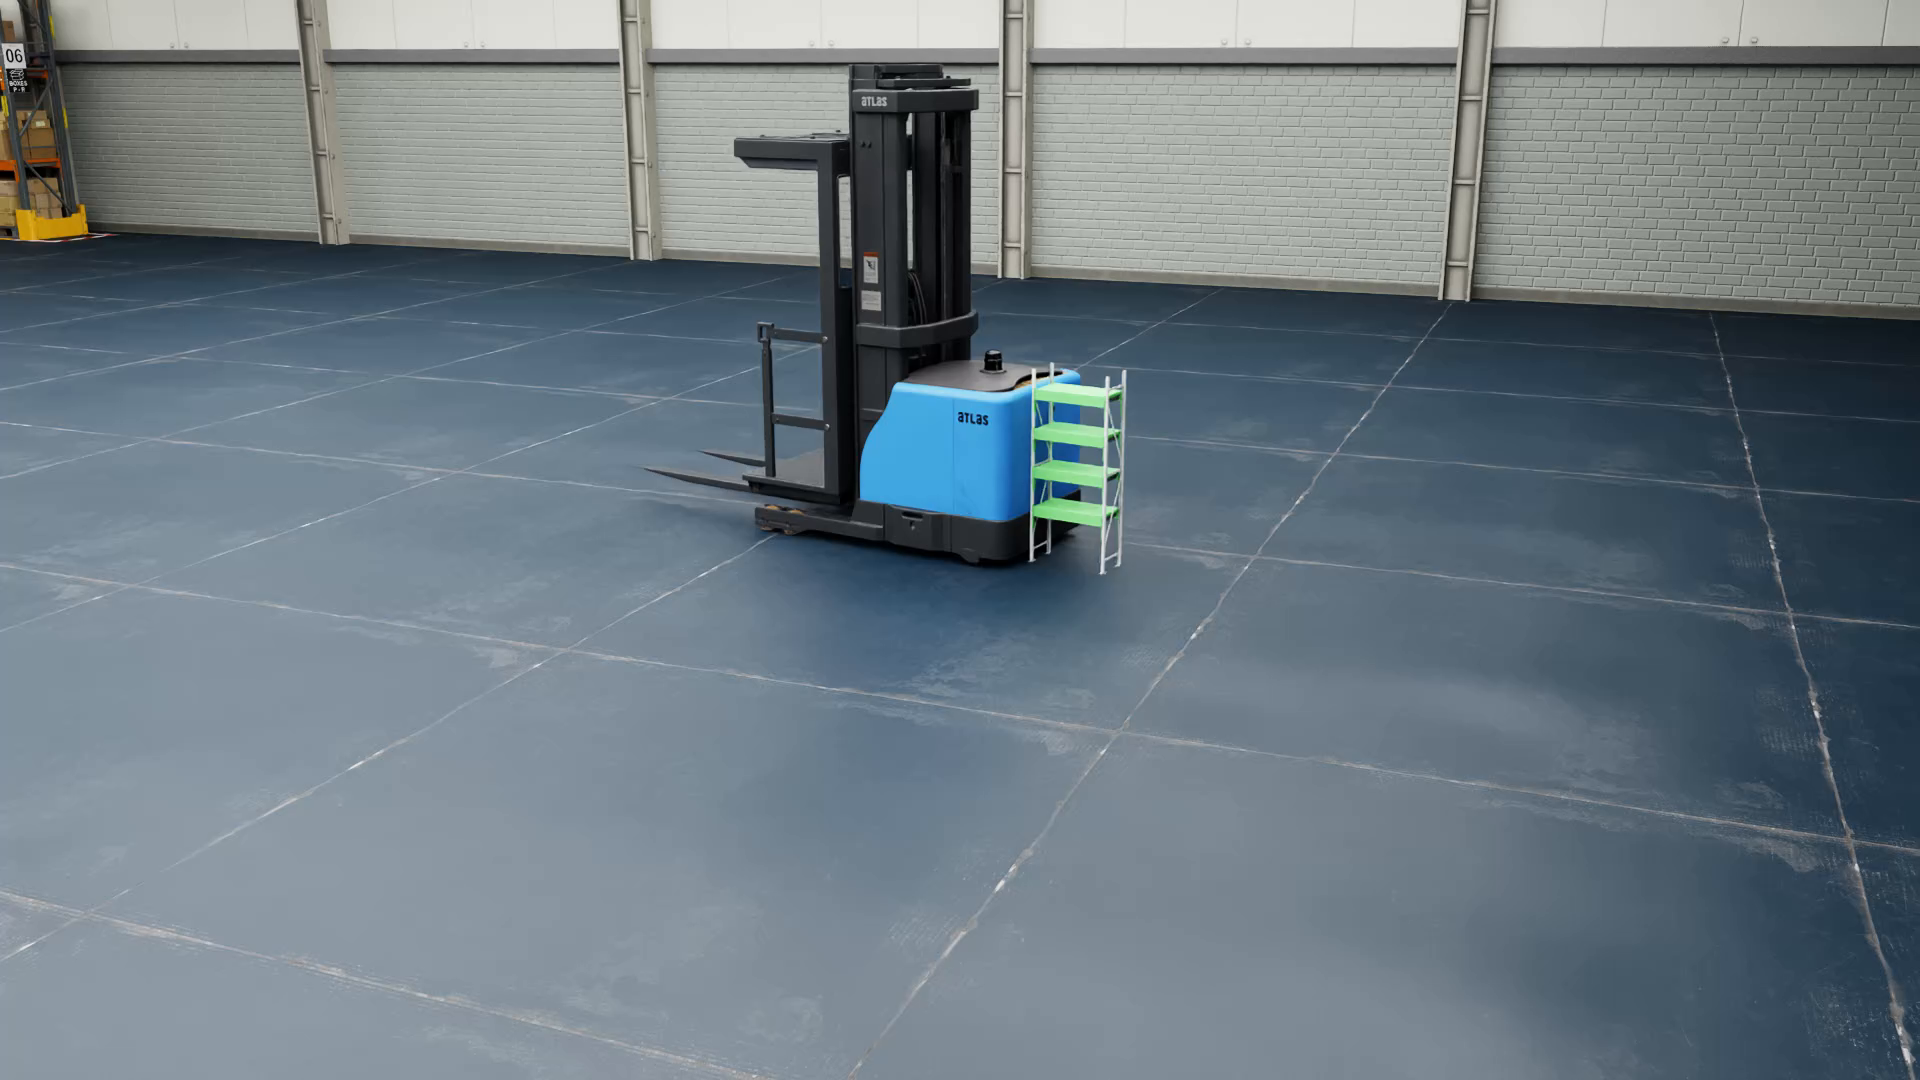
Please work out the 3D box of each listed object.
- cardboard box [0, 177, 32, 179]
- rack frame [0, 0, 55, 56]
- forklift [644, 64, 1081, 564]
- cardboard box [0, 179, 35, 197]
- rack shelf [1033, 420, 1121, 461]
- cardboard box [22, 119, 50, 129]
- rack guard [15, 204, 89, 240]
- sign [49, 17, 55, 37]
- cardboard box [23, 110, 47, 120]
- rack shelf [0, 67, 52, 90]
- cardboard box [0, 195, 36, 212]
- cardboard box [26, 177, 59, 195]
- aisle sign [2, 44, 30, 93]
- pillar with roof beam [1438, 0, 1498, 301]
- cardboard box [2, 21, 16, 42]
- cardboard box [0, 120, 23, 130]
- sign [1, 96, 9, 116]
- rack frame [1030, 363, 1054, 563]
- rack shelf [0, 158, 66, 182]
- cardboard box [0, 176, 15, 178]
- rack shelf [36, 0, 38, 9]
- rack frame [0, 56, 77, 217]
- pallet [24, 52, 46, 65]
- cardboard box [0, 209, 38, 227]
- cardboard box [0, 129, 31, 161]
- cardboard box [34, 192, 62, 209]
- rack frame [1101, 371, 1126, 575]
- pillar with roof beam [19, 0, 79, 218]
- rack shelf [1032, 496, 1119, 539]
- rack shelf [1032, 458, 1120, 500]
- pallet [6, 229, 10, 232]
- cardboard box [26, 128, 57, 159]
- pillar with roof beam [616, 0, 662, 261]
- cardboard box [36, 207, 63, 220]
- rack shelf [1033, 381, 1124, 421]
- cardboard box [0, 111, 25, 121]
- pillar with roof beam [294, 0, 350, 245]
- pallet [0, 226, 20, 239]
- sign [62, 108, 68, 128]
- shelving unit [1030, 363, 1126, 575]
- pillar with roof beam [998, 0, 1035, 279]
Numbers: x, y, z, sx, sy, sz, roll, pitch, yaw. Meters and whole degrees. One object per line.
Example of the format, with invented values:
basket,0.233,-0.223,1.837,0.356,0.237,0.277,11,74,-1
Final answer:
cardboard box,-16.503,-6.192,29.009,0.500,0.250,0.500,6,17,21
rack frame,-15.660,-9.564,27.476,0.127,3.000,1.000,6,17,21
forklift,-0.744,-1.552,10.763,3.031,2.935,1.130,10,19,30
cardboard box,-16.202,-6.010,28.381,0.500,0.250,0.500,7,18,22
rack shelf,0.705,-0.599,9.955,0.480,0.148,0.258,10,19,30
cardboard box,-15.880,-7.144,28.559,0.250,0.149,0.380,6,17,19
rack guard,-15.637,-5.480,28.652,0.348,0.500,1.175,6,17,21
sign,-15.450,-8.724,28.255,0.005,0.325,0.100,6,17,21
cardboard box,-15.894,-7.275,28.475,0.250,0.149,0.380,6,17,20
rack shelf,-17.520,-7.982,28.699,4.000,0.370,1.077,6,17,21
cardboard box,-16.227,-5.773,28.459,0.500,0.250,0.500,6,17,20
cardboard box,-16.037,-6.142,28.836,0.500,0.250,0.500,6,17,20
aisle sign,-15.706,-7.848,27.664,0.004,0.787,0.394,6,17,21
pillar with roof beam,4.770,-6.297,16.223,0.400,9.000,9.100,6,17,21
cardboard box,-16.161,-8.403,27.746,0.500,0.500,0.500,7,18,22
cardboard box,-16.085,-7.005,28.080,0.250,0.149,0.380,7,17,21
sign,-15.872,-7.213,27.638,0.005,0.325,0.100,6,17,21
rack frame,0.497,-0.466,10.127,0.015,1.200,0.240,10,19,30
rack shelf,-17.520,-6.542,29.117,4.000,0.370,1.077,6,17,21
cardboard box,-16.965,-6.246,29.195,0.500,0.250,0.500,6,17,20
rack shelf,-17.520,-9.231,28.336,4.000,0.370,1.077,6,17,21
rack frame,-15.660,-6.683,28.312,0.127,3.000,1.000,6,17,21
pallet,-16.308,-8.160,28.178,1.213,0.211,1.003,6,17,21
cardboard box,-16.213,-5.530,28.520,0.500,0.250,0.500,6,17,21
cardboard box,-16.214,-6.713,28.237,0.500,0.500,0.500,6,17,19
cardboard box,-16.021,-5.906,28.918,0.500,0.250,0.500,7,17,22
rack frame,0.913,-0.395,9.881,0.015,1.200,0.240,10,19,30
pillar with roof beam,-17.556,-8.752,24.680,0.400,9.000,9.100,6,17,21
rack shelf,0.705,-0.139,10.089,0.480,0.148,0.258,10,19,30
rack shelf,0.705,-0.369,10.022,0.480,0.148,0.258,10,19,30
pallet,-17.517,-5.536,29.364,1.213,0.211,1.003,6,17,21
cardboard box,-16.019,-6.853,28.721,0.500,0.500,0.500,7,18,22
pillar with roof beam,-6.393,-7.524,20.452,0.400,9.000,9.100,6,17,21
cardboard box,-16.045,-5.665,28.985,0.500,0.250,0.500,6,17,21
rack shelf,0.705,-0.830,9.888,0.480,0.148,0.258,10,19,30
cardboard box,-16.070,-7.167,28.104,0.250,0.149,0.380,6,17,21
pillar with roof beam,-11.975,-8.138,22.566,0.400,9.000,9.100,6,17,21
pallet,-16.386,-5.411,28.933,1.213,0.211,1.003,6,17,21
sign,-15.450,-7.280,28.674,0.005,0.325,0.100,6,17,21
shelving unit,0.705,-0.430,10.004,0.503,1.200,0.258,10,19,30
pillar with roof beam,-0.812,-6.911,18.338,0.400,9.000,9.100,6,17,21
